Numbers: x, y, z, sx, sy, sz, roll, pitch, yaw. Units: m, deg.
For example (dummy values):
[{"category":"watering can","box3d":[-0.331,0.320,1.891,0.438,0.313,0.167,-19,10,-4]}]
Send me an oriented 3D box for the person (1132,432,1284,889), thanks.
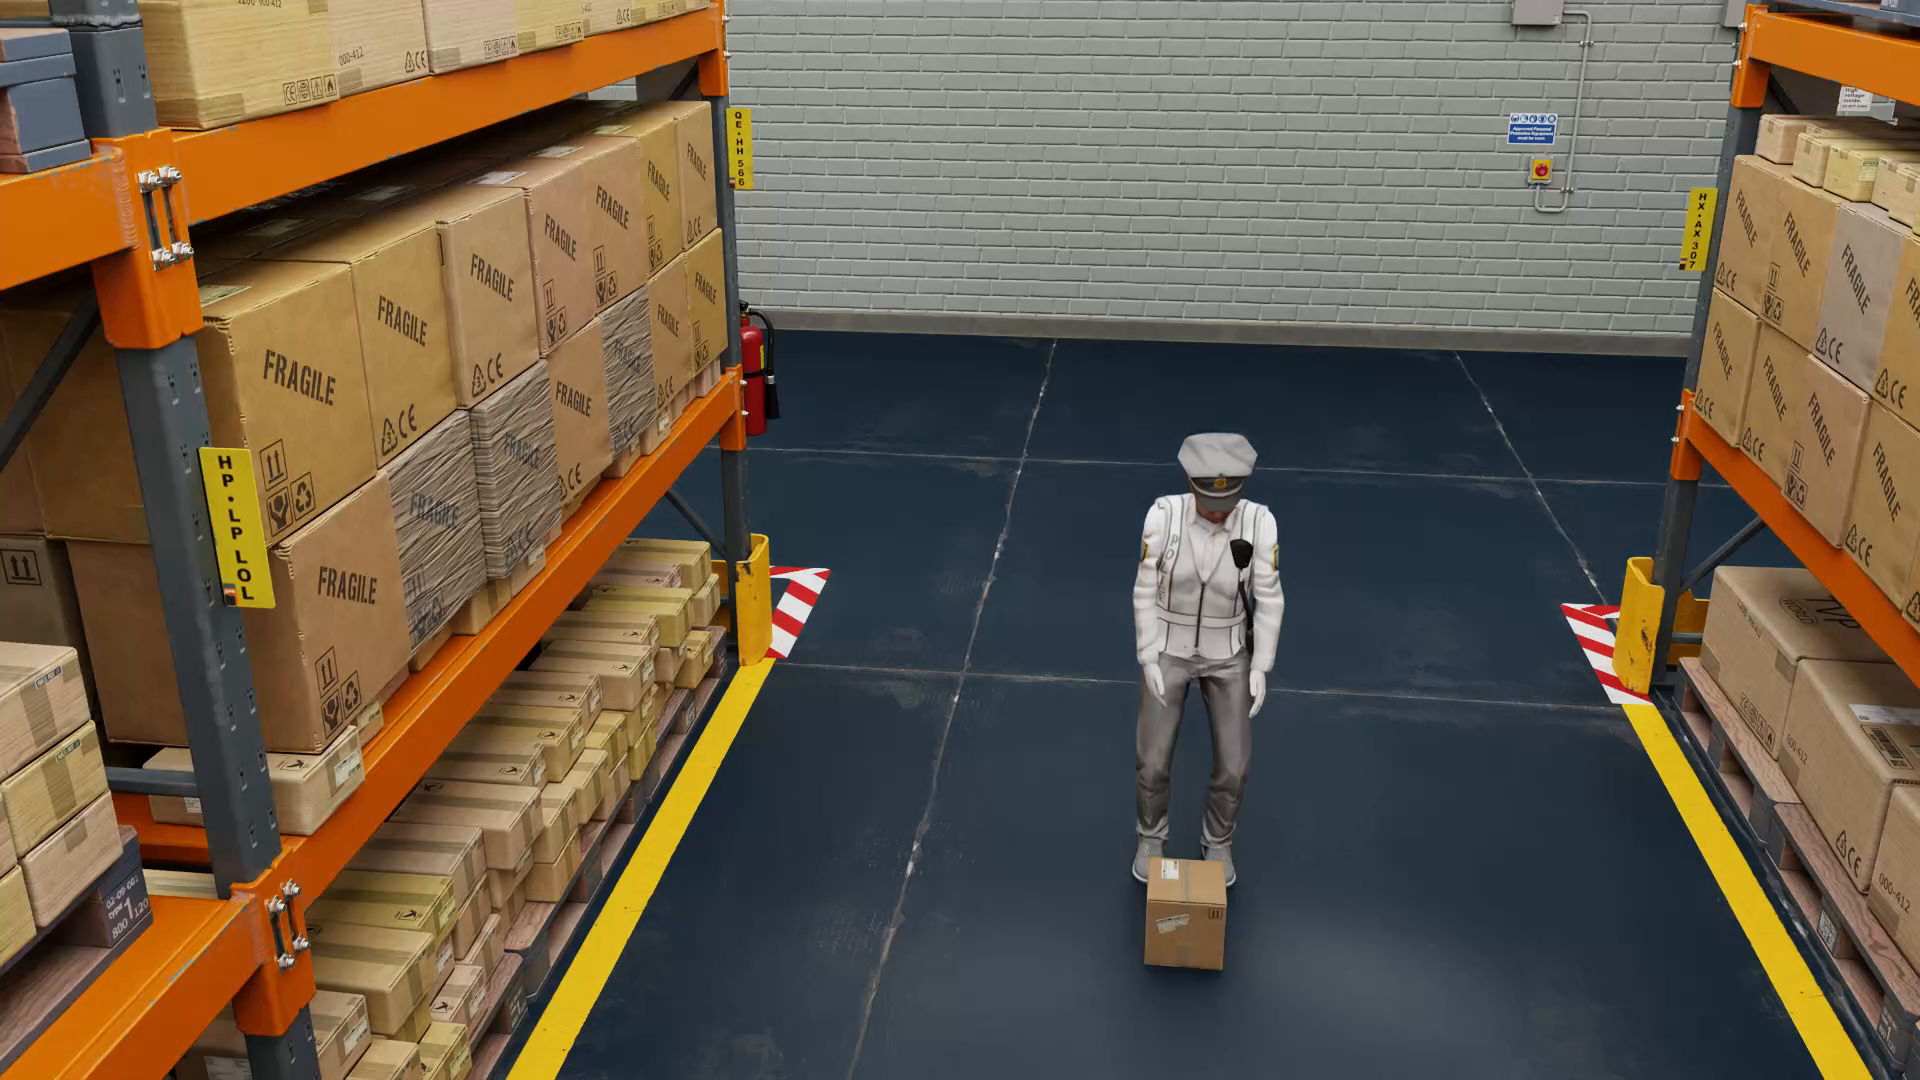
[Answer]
[{"category":"person","box3d":[0.821,0.416,5.585,0.500,1.626,0.446,3,22,8]}]
